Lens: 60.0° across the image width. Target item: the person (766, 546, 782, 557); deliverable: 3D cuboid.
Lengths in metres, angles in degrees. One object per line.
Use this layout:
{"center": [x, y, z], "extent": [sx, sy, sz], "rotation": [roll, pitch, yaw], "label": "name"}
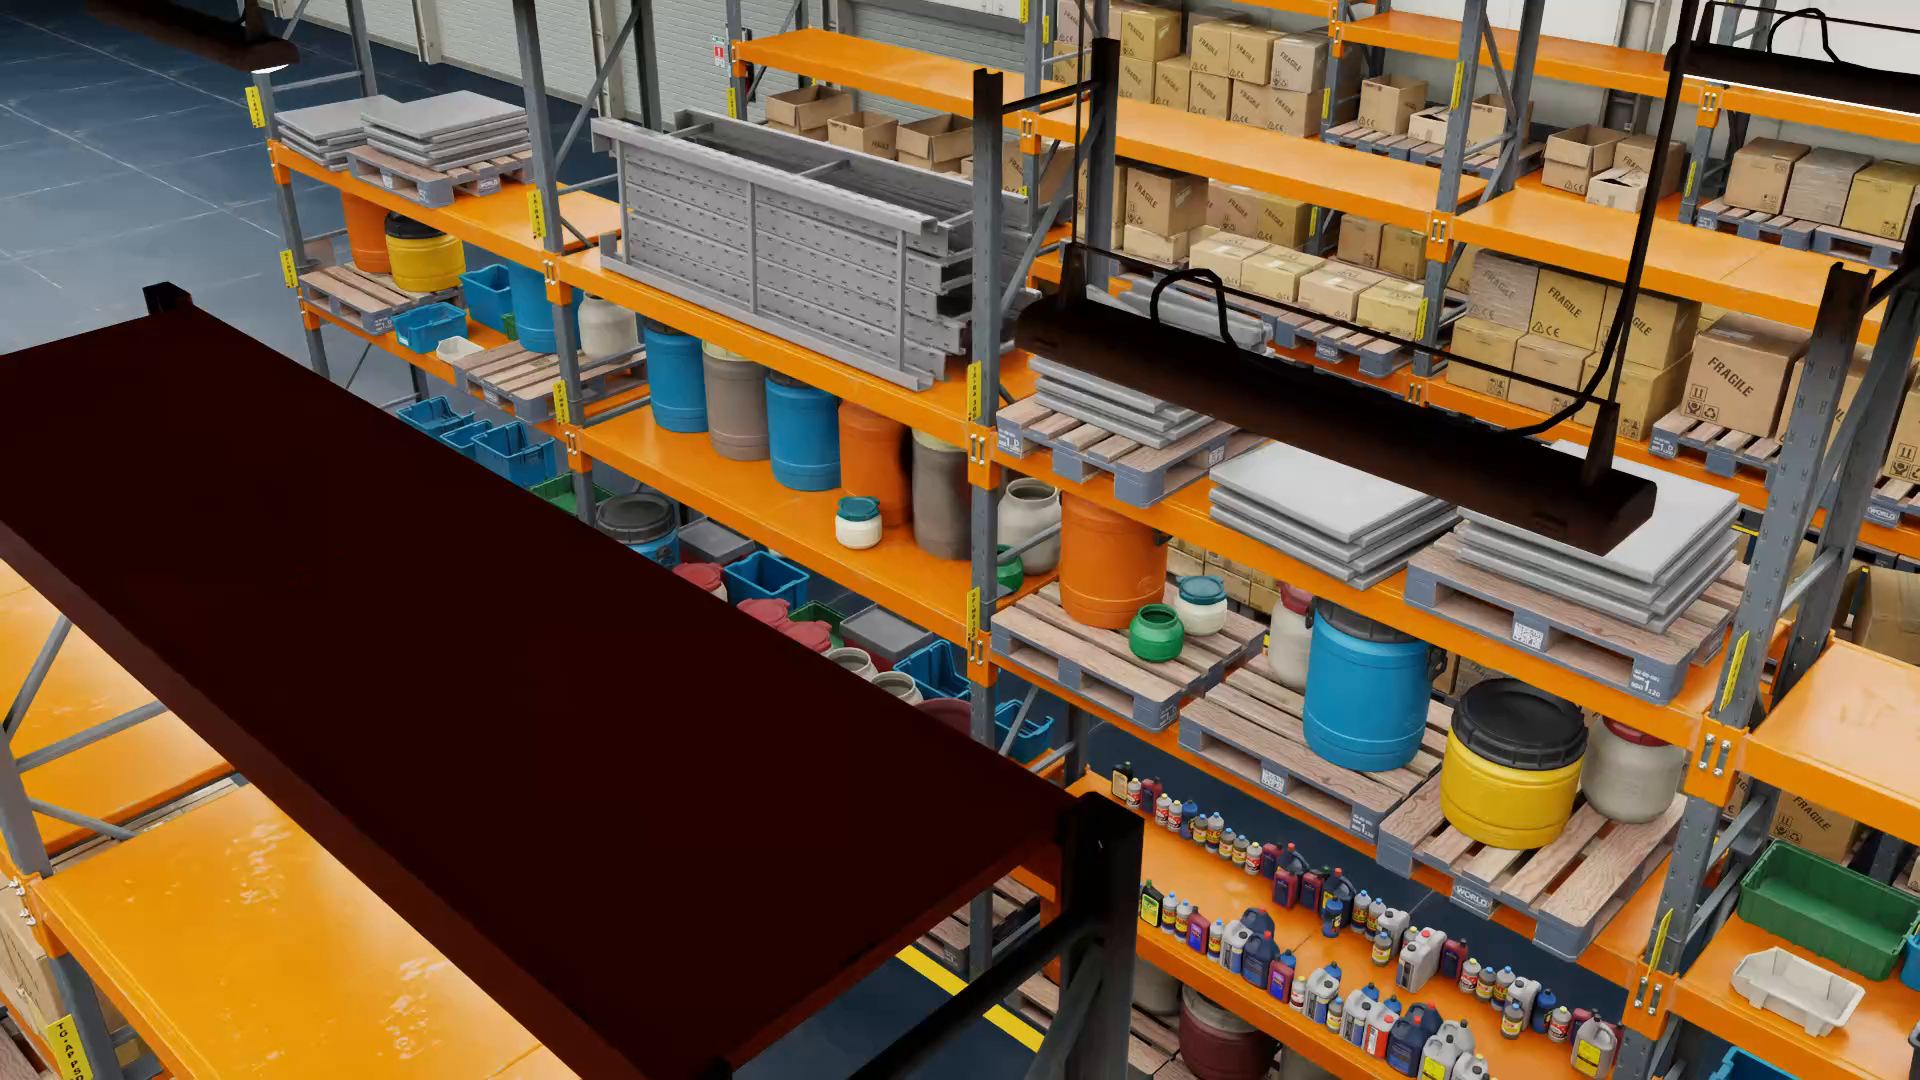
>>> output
{"center": [-1.800, -0.744, 15.731], "extent": [0.566, 1.775, 0.670], "rotation": [-7, 30, -11], "label": "person"}
